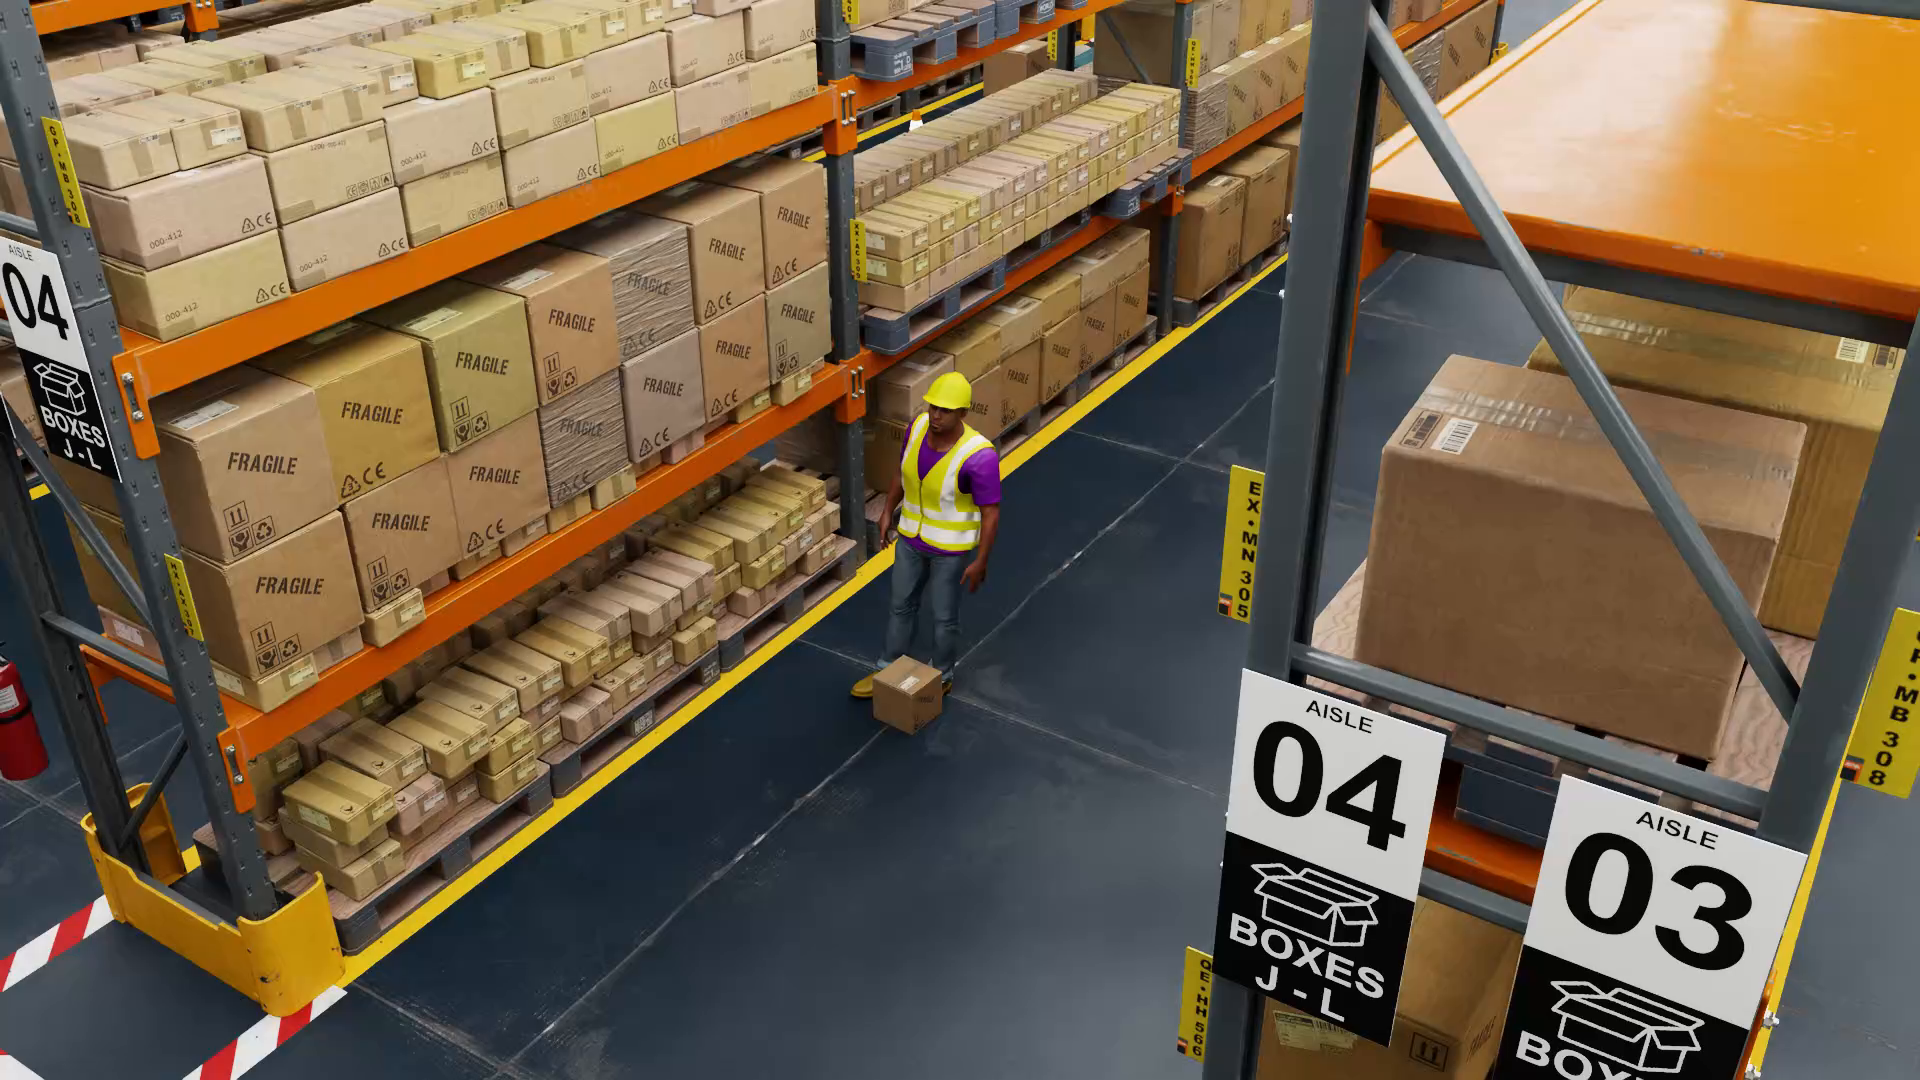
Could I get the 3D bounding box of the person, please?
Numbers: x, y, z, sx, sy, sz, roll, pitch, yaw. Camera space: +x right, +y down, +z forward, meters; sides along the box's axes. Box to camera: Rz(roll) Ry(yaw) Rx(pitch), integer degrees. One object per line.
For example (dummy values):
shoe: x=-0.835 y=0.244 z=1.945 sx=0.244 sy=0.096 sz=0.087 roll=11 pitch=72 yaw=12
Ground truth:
person: x=-0.160 y=0.027 z=8.102 sx=0.666 sy=1.766 sz=0.576 roll=22 pitch=37 yaw=33
